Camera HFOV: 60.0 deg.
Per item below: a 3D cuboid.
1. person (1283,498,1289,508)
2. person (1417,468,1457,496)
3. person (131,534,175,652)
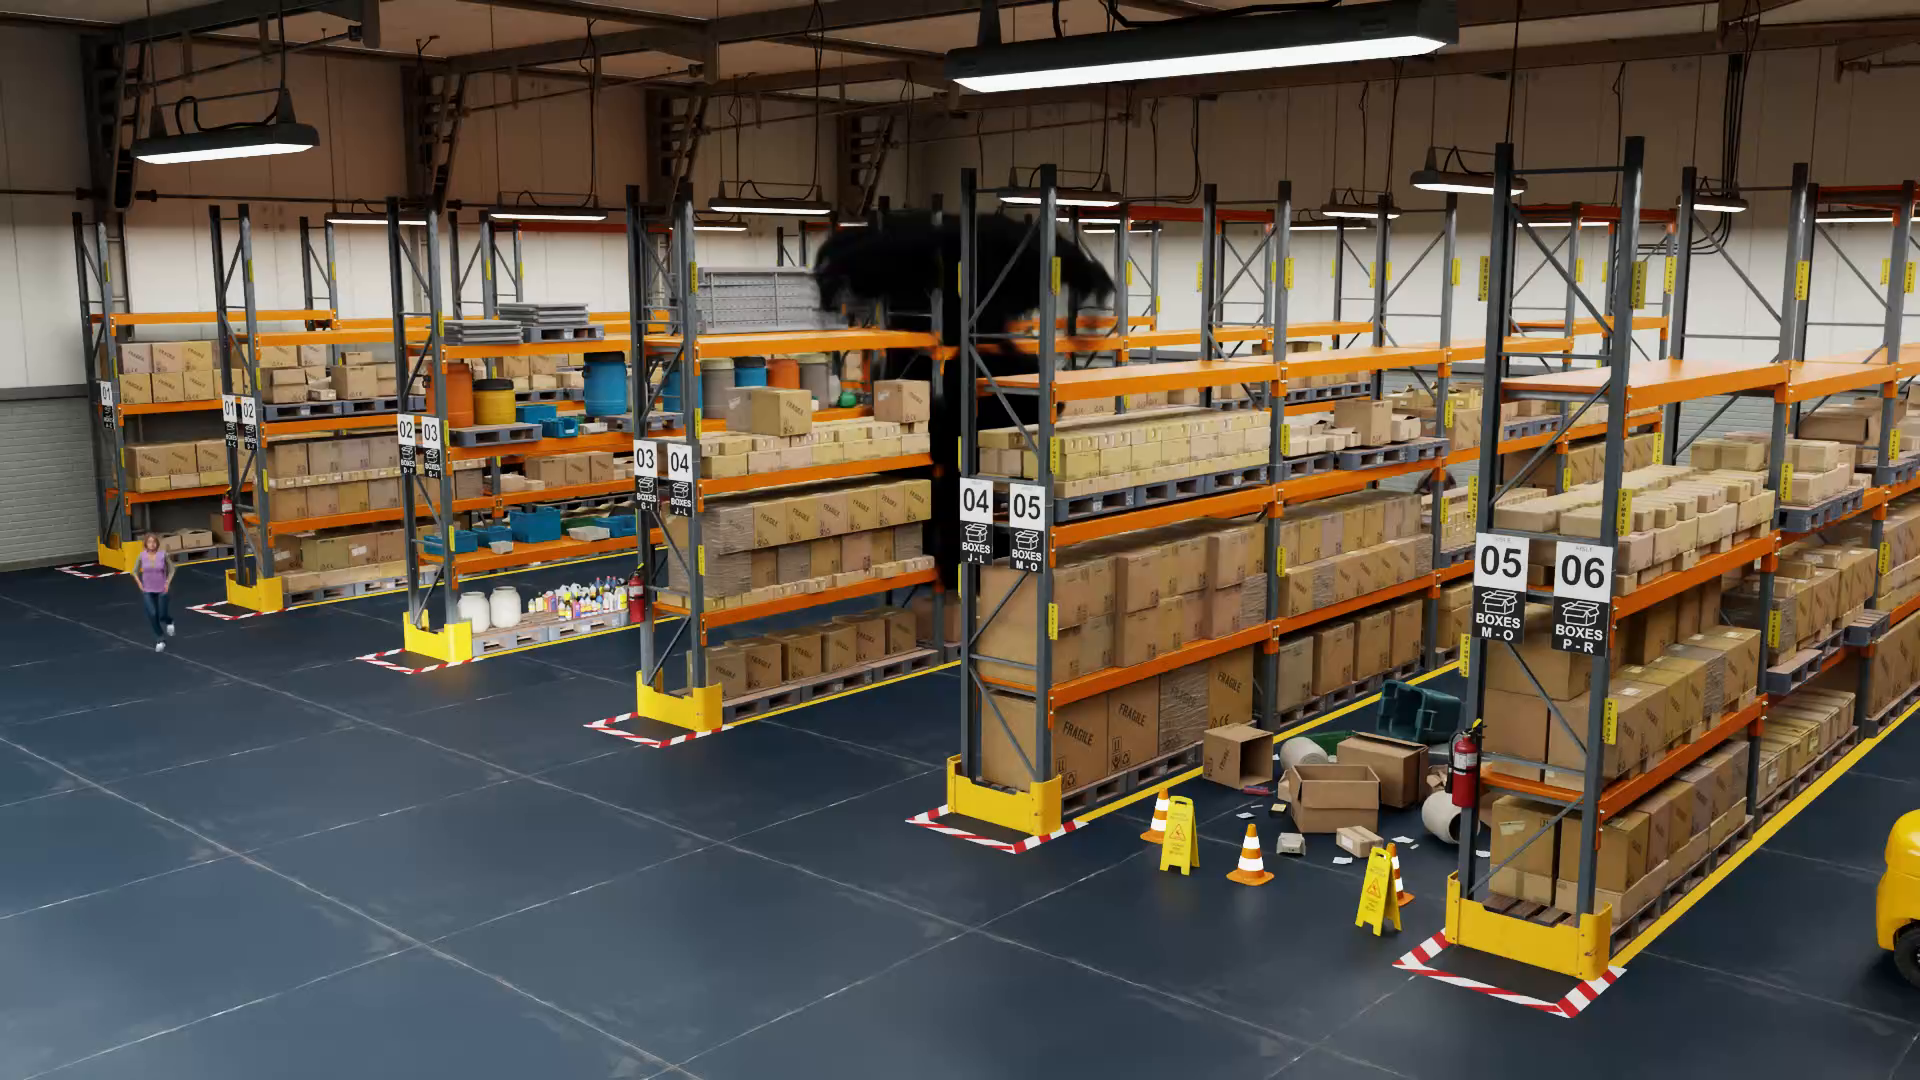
[{"bbox_3d":[4.503,0.162,23.430,0.681,1.810,0.622,6,11,31],"label":"person"},{"bbox_3d":[8.487,-0.566,29.545,0.735,1.751,0.863,1,9,3],"label":"person"},{"bbox_3d":[-10.876,0.699,22.467,0.531,1.585,0.591,-4,10,-20],"label":"person"}]
